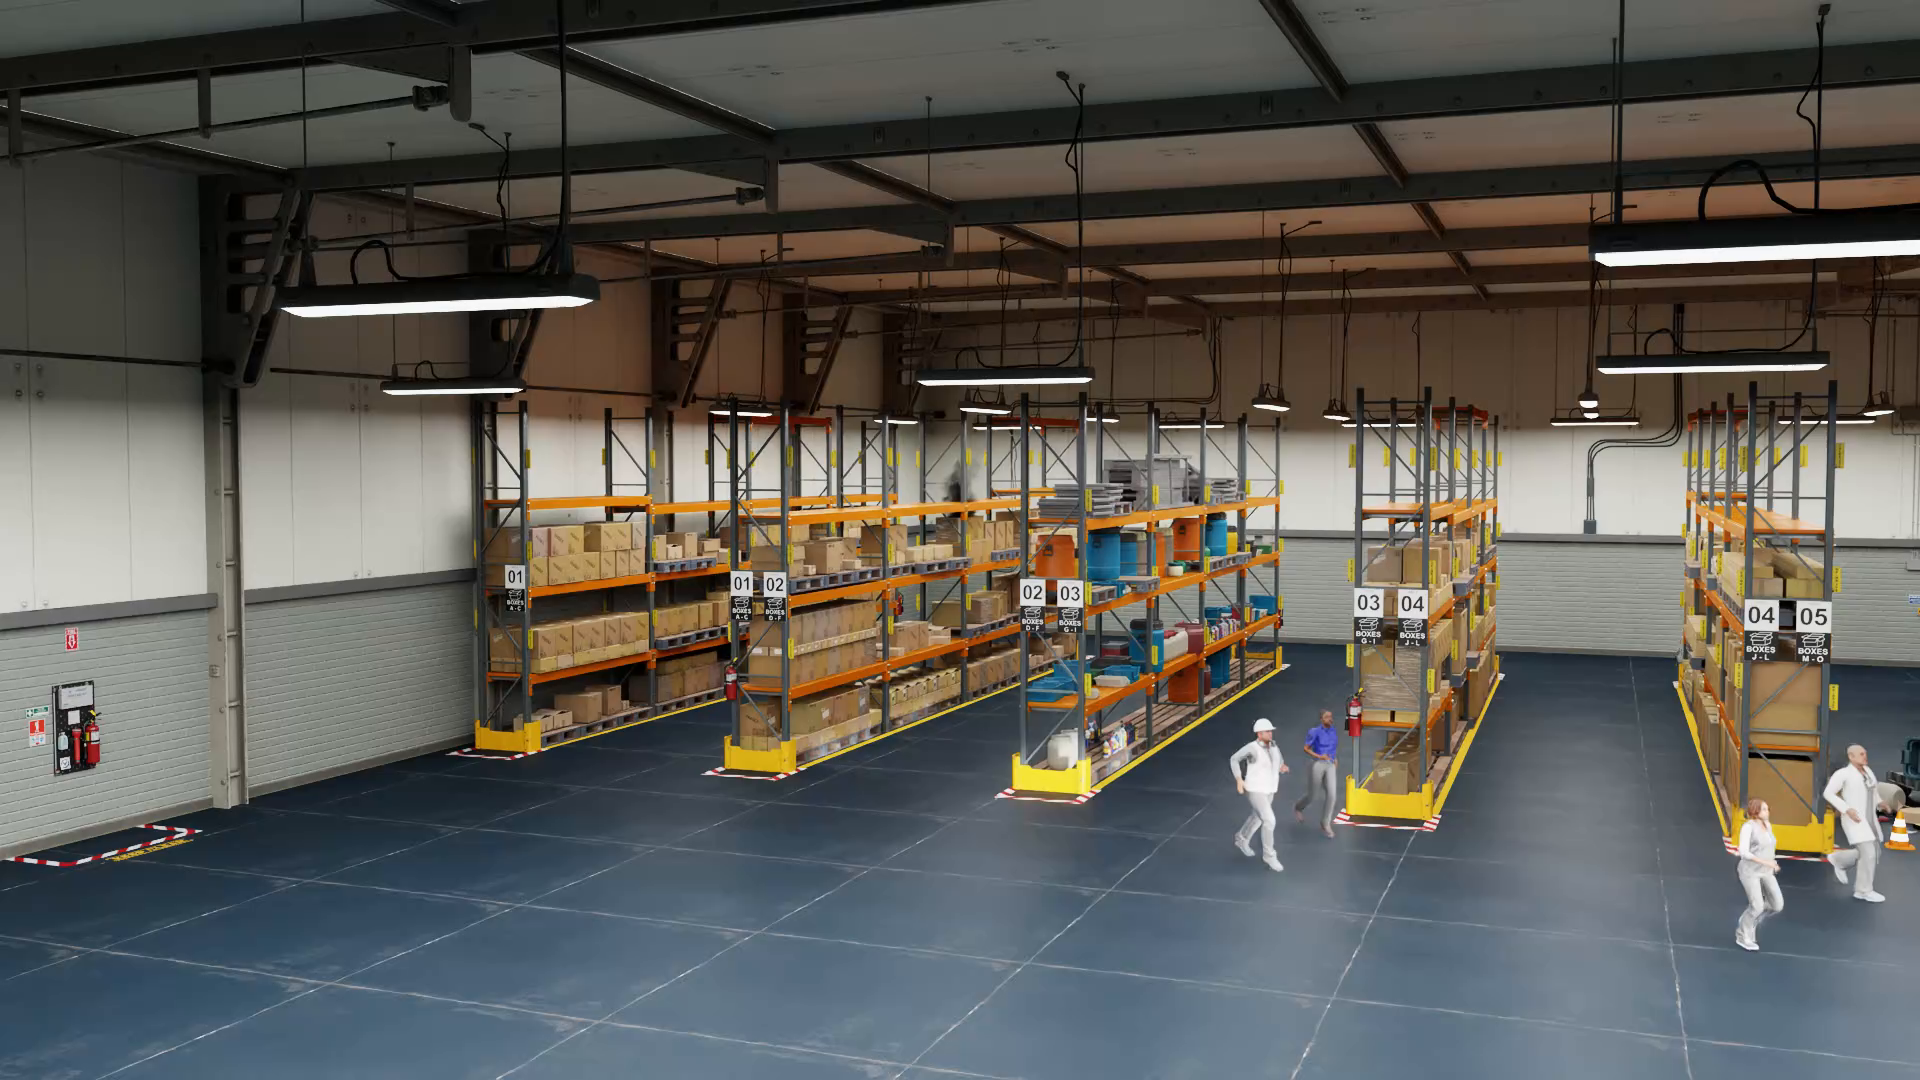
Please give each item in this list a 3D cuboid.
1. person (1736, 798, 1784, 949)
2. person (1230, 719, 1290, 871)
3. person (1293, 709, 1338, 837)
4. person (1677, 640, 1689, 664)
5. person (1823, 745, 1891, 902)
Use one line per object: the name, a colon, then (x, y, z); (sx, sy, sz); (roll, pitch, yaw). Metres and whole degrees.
person: (8.132, 3.392, 16.869); (0.566, 1.559, 0.545); (-1, 3, -28)
person: (3.702, 3.106, 20.507); (0.627, 1.825, 0.869); (-2, 4, -41)
person: (4.866, 3.097, 22.416); (0.596, 1.665, 0.829); (-1, 3, -20)
person: (16.439, 2.384, 37.496); (0.500, 1.608, 0.659); (1, 3, 14)
person: (10.228, 3.207, 19.002); (0.715, 1.733, 0.812); (-1, 3, -22)
